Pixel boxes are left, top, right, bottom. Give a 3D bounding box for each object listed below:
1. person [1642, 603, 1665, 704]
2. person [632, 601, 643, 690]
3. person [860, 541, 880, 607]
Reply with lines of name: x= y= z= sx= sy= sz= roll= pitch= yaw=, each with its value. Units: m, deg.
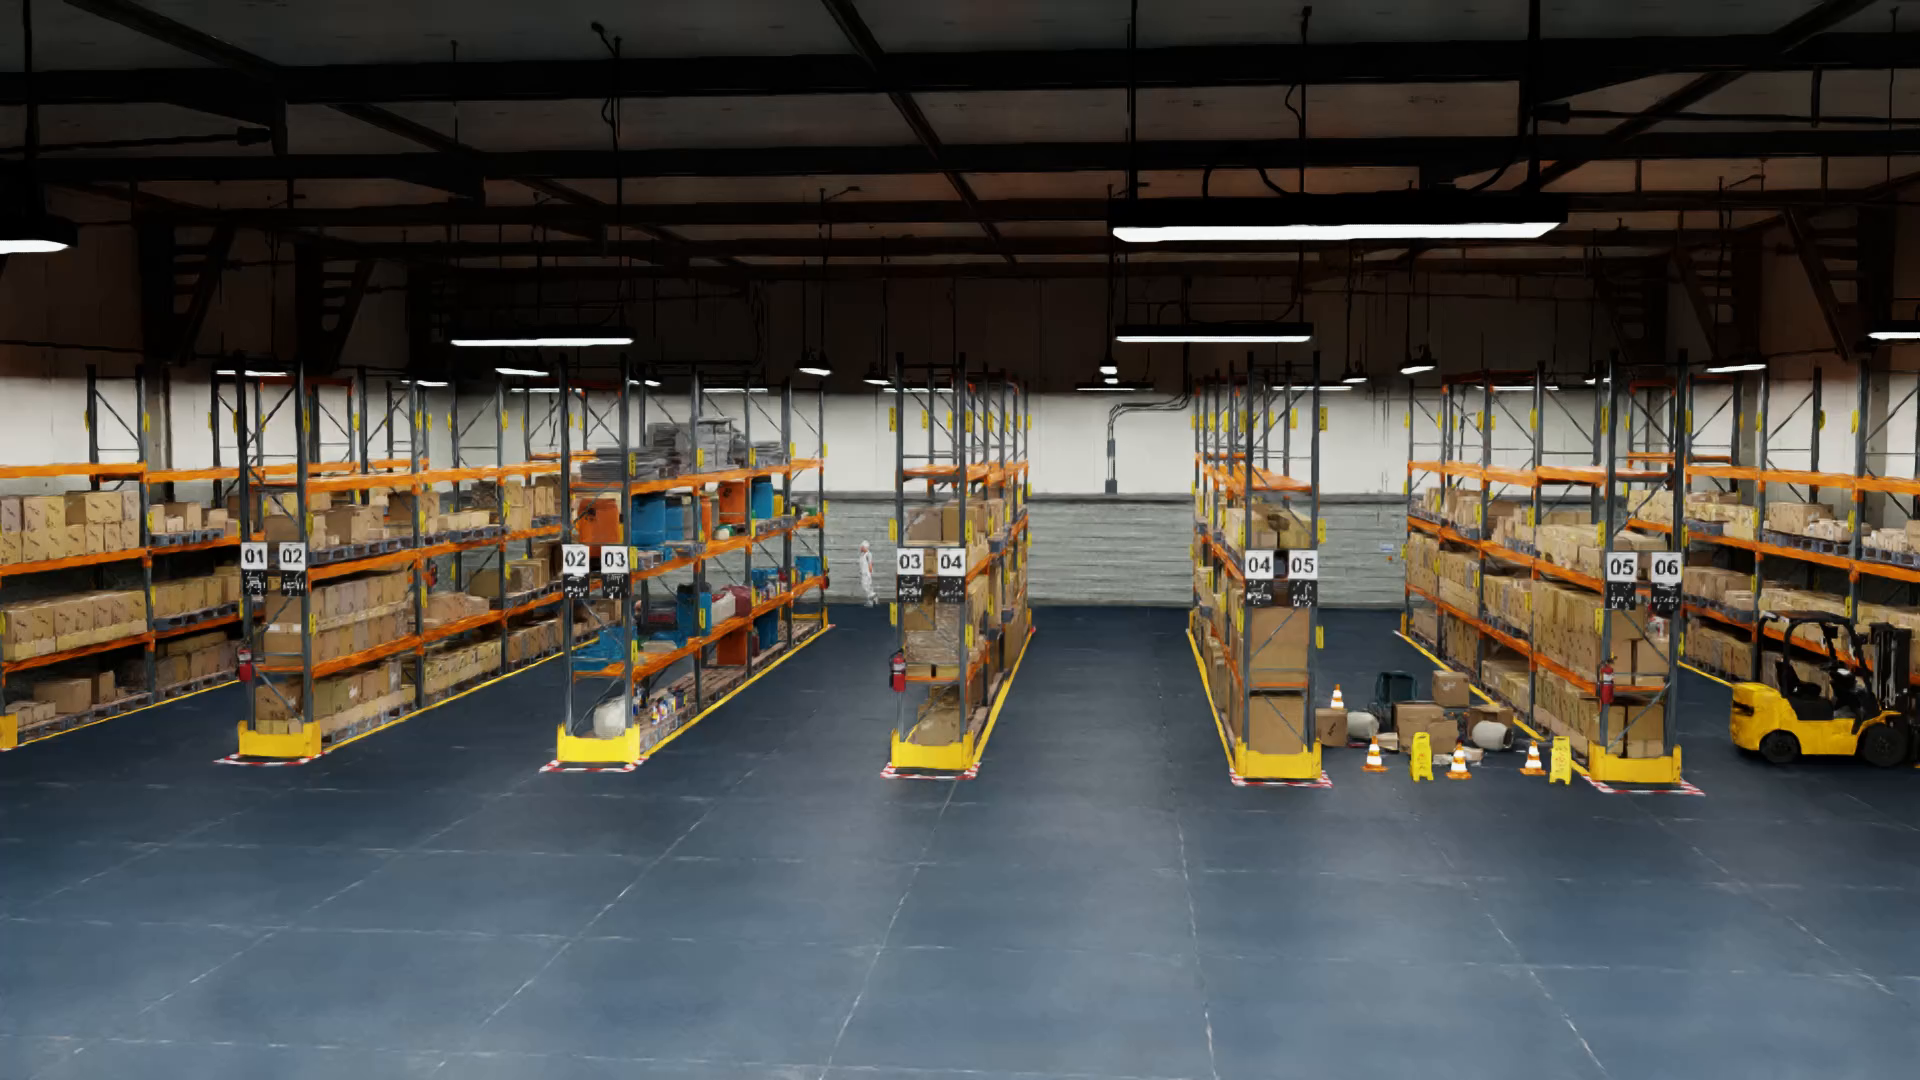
person: x=12.308 y=1.991 z=29.608 sx=0.577 sy=1.785 sz=0.655 roll=3 pitch=5 yaw=35
person: x=-5.879 y=1.966 z=30.452 sx=0.581 sy=1.718 sz=0.640 roll=2 pitch=5 yaw=28
person: x=-2.449 y=0.914 z=44.891 sx=0.459 sy=1.777 sz=0.703 roll=-2 pitch=5 yaw=-28
